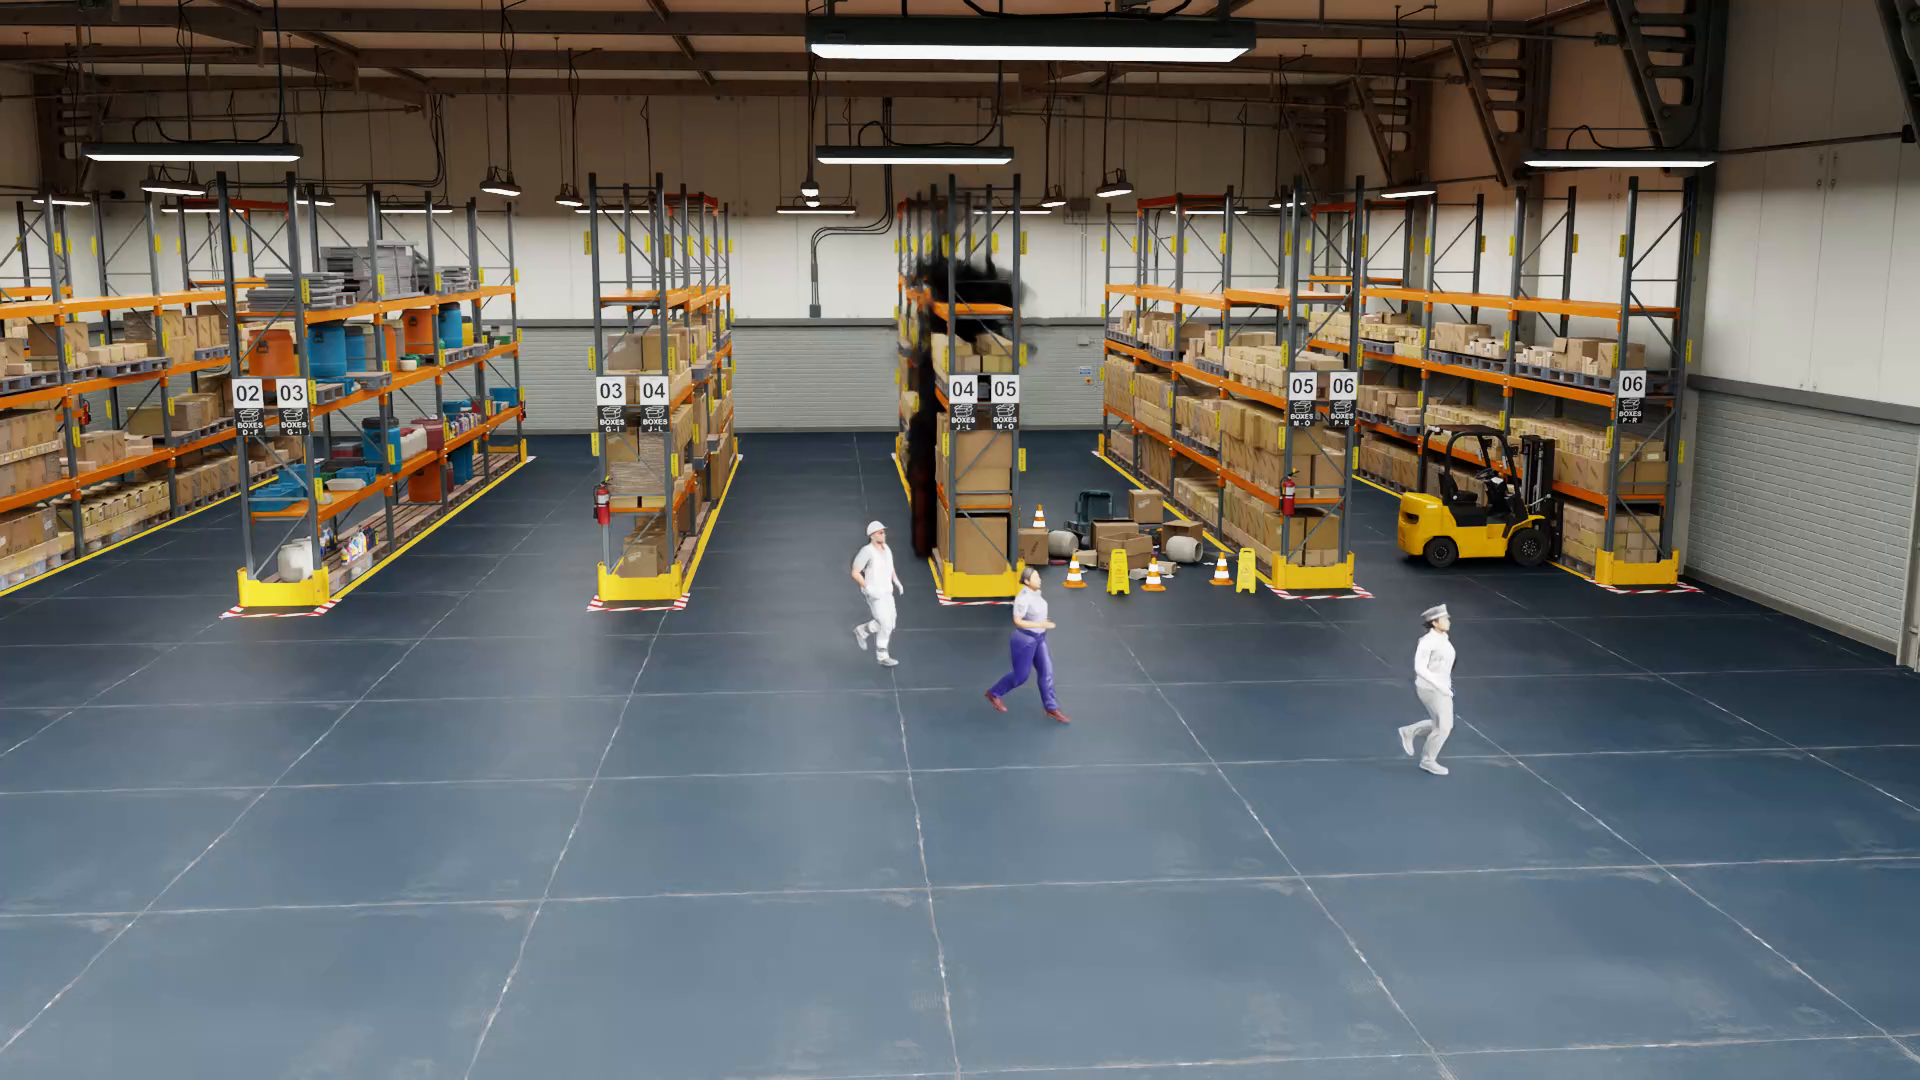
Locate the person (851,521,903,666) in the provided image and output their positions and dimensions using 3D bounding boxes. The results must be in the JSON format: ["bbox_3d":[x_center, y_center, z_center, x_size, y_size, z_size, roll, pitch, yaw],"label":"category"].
[{"bbox_3d":[-1.043,0.634,20.087,0.724,1.744,0.698,7,12,34],"label":"person"}]

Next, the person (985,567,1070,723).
[{"bbox_3d":[0.715,1.102,17.670,0.937,1.658,0.610,5,11,27],"label":"person"}]

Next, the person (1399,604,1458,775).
[{"bbox_3d":[4.506,1.410,16.009,0.571,1.649,0.652,7,12,33],"label":"person"}]
